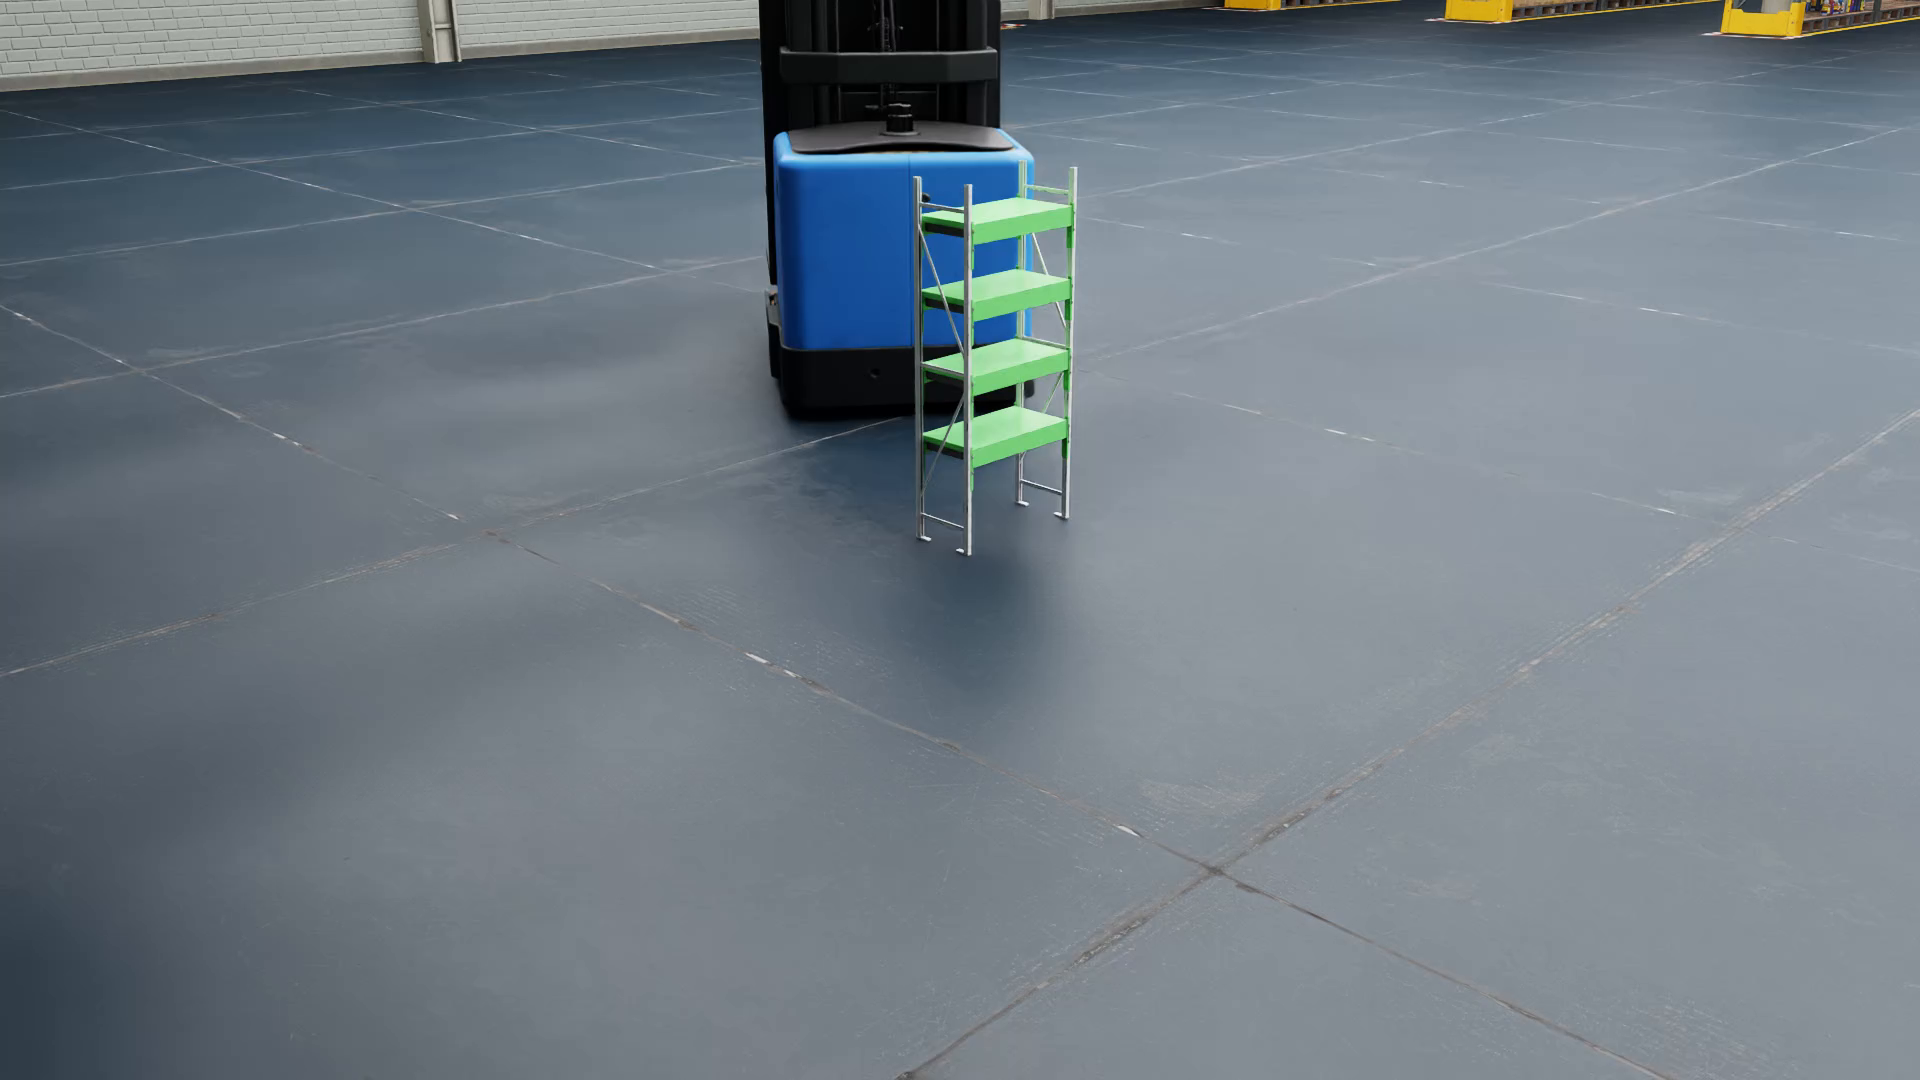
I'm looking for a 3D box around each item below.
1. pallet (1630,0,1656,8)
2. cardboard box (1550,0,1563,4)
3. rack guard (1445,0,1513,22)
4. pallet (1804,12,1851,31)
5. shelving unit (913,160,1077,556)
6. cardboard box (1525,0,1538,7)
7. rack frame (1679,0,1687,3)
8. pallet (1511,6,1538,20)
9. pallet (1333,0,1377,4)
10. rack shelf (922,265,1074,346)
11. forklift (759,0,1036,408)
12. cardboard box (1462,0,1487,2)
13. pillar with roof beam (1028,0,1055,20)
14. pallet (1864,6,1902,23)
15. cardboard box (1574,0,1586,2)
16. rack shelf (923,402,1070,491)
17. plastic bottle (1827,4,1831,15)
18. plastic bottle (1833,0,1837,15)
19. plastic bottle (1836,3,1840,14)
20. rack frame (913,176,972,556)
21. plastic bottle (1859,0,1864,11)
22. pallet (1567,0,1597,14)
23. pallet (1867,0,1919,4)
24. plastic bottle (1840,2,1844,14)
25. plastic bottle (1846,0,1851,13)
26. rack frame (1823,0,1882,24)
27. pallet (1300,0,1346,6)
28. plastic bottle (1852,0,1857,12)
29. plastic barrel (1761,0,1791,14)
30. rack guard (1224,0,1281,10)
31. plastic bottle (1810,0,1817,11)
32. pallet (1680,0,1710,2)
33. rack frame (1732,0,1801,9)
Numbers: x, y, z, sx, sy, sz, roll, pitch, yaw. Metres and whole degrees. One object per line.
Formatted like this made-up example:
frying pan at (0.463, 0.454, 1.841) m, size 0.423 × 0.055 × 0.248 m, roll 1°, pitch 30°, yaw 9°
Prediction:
pallet at (13.467, -11.016, 33.941) m, size 1.003 × 0.211 × 1.213 m, roll 19°, pitch 28°, yaw 41°
cardboard box at (10.920, -10.155, 31.062) m, size 0.500 × 0.250 × 0.500 m, roll 19°, pitch 28°, yaw 41°
rack guard at (9.322, -9.602, 29.860) m, size 1.175 × 0.500 × 0.348 m, roll 19°, pitch 28°, yaw 41°
pallet at (14.326, -8.784, 28.133) m, size 1.003 × 0.211 × 1.213 m, roll 19°, pitch 28°, yaw 41°
shelving unit at (0.115, -0.603, 5.470) m, size 0.258 × 1.200 × 0.503 m, roll 19°, pitch 28°, yaw 41°
cardboard box at (10.219, -9.899, 30.396) m, size 0.500 × 0.250 × 0.500 m, roll 19°, pitch 28°, yaw 41°
rack frame at (14.920, -12.832, 34.778) m, size 1.000 × 3.000 × 0.127 m, roll 19°, pitch 28°, yaw 41°
pallet at (9.843, -9.681, 30.467) m, size 1.003 × 0.211 × 1.213 m, roll 19°, pitch 28°, yaw 41°
pallet at (8.135, -11.559, 35.354) m, size 1.003 × 0.211 × 1.213 m, roll 19°, pitch 28°, yaw 41°
rack shelf at (0.115, -0.767, 5.407) m, size 0.258 × 0.148 × 0.480 m, roll 19°, pitch 28°, yaw 41°
forklift at (-0.391, -2.398, 7.728) m, size 1.130 × 2.935 × 3.031 m, roll -3°, pitch 21°, yaw -7°
cardboard box at (9.502, -9.900, 30.397) m, size 0.500 × 0.250 × 0.500 m, roll 19°, pitch 28°, yaw 41°
pillar with roof beam at (4.555, -12.591, 25.790) m, size 9.100 × 9.000 × 0.400 m, roll 19°, pitch 28°, yaw 41°
pallet at (16.196, -9.473, 29.926) m, size 1.003 × 0.211 × 1.213 m, roll 19°, pitch 28°, yaw 41°
cardboard box at (11.607, -10.416, 31.740) m, size 0.500 × 0.250 × 0.500 m, roll 19°, pitch 28°, yaw 41°
rack shelf at (0.115, -0.319, 5.579) m, size 0.258 × 0.148 × 0.480 m, roll 19°, pitch 28°, yaw 41°
plastic bottle at (14.446, -8.848, 27.702) m, size 0.097 × 0.201 × 0.097 m, roll 0°, pitch 21°, yaw 0°
plastic bottle at (14.613, -8.943, 27.849) m, size 0.097 × 0.271 × 0.097 m, roll 0°, pitch 21°, yaw 0°
plastic bottle at (14.752, -8.961, 27.995) m, size 0.097 × 0.201 × 0.097 m, roll 0°, pitch 21°, yaw 0°
rack frame at (-0.055, -0.540, 5.307) m, size 0.240 × 1.200 × 0.015 m, roll 19°, pitch 28°, yaw 41°
plastic bottle at (15.577, -9.294, 28.747) m, size 0.133 × 0.283 × 0.061 m, roll -18°, pitch 28°, yaw -39°
pallet at (11.545, -10.308, 32.099) m, size 1.003 × 0.211 × 1.213 m, roll 19°, pitch 28°, yaw 41°
pallet at (17.898, -10.100, 31.558) m, size 1.003 × 0.211 × 1.213 m, roll 19°, pitch 28°, yaw 41°
plastic bottle at (14.895, -9.014, 28.132) m, size 0.097 × 0.201 × 0.097 m, roll 0°, pitch 21°, yaw 0°
plastic bottle at (15.074, -9.162, 28.309) m, size 0.144 × 0.351 × 0.185 m, roll 19°, pitch 28°, yaw 40°
rack frame at (15.676, -10.563, 28.875) m, size 1.000 × 3.000 × 0.127 m, roll 19°, pitch 28°, yaw 41°
pallet at (7.283, -11.244, 34.534) m, size 1.003 × 0.211 × 1.213 m, roll 19°, pitch 28°, yaw 41°
plastic bottle at (15.299, -9.245, 28.525) m, size 0.144 × 0.351 × 0.185 m, roll 18°, pitch 27°, yaw 38°
plastic barrel at (13.290, -8.758, 27.061) m, size 0.421 × 0.512 × 0.421 m, roll 0°, pitch 21°, yaw 0°
rack guard at (5.840, -10.867, 33.150) m, size 1.175 × 0.500 × 0.348 m, roll 19°, pitch 28°, yaw 41°
plastic bottle at (14.801, -9.323, 28.840) m, size 0.097 × 0.271 × 0.097 m, roll 0°, pitch 21°, yaw 0°
pallet at (15.468, -11.712, 35.753) m, size 1.003 × 0.211 × 1.213 m, roll 19°, pitch 28°, yaw 41°
rack frame at (12.886, -9.535, 26.200) m, size 1.000 × 3.000 × 0.127 m, roll 19°, pitch 28°, yaw 41°
